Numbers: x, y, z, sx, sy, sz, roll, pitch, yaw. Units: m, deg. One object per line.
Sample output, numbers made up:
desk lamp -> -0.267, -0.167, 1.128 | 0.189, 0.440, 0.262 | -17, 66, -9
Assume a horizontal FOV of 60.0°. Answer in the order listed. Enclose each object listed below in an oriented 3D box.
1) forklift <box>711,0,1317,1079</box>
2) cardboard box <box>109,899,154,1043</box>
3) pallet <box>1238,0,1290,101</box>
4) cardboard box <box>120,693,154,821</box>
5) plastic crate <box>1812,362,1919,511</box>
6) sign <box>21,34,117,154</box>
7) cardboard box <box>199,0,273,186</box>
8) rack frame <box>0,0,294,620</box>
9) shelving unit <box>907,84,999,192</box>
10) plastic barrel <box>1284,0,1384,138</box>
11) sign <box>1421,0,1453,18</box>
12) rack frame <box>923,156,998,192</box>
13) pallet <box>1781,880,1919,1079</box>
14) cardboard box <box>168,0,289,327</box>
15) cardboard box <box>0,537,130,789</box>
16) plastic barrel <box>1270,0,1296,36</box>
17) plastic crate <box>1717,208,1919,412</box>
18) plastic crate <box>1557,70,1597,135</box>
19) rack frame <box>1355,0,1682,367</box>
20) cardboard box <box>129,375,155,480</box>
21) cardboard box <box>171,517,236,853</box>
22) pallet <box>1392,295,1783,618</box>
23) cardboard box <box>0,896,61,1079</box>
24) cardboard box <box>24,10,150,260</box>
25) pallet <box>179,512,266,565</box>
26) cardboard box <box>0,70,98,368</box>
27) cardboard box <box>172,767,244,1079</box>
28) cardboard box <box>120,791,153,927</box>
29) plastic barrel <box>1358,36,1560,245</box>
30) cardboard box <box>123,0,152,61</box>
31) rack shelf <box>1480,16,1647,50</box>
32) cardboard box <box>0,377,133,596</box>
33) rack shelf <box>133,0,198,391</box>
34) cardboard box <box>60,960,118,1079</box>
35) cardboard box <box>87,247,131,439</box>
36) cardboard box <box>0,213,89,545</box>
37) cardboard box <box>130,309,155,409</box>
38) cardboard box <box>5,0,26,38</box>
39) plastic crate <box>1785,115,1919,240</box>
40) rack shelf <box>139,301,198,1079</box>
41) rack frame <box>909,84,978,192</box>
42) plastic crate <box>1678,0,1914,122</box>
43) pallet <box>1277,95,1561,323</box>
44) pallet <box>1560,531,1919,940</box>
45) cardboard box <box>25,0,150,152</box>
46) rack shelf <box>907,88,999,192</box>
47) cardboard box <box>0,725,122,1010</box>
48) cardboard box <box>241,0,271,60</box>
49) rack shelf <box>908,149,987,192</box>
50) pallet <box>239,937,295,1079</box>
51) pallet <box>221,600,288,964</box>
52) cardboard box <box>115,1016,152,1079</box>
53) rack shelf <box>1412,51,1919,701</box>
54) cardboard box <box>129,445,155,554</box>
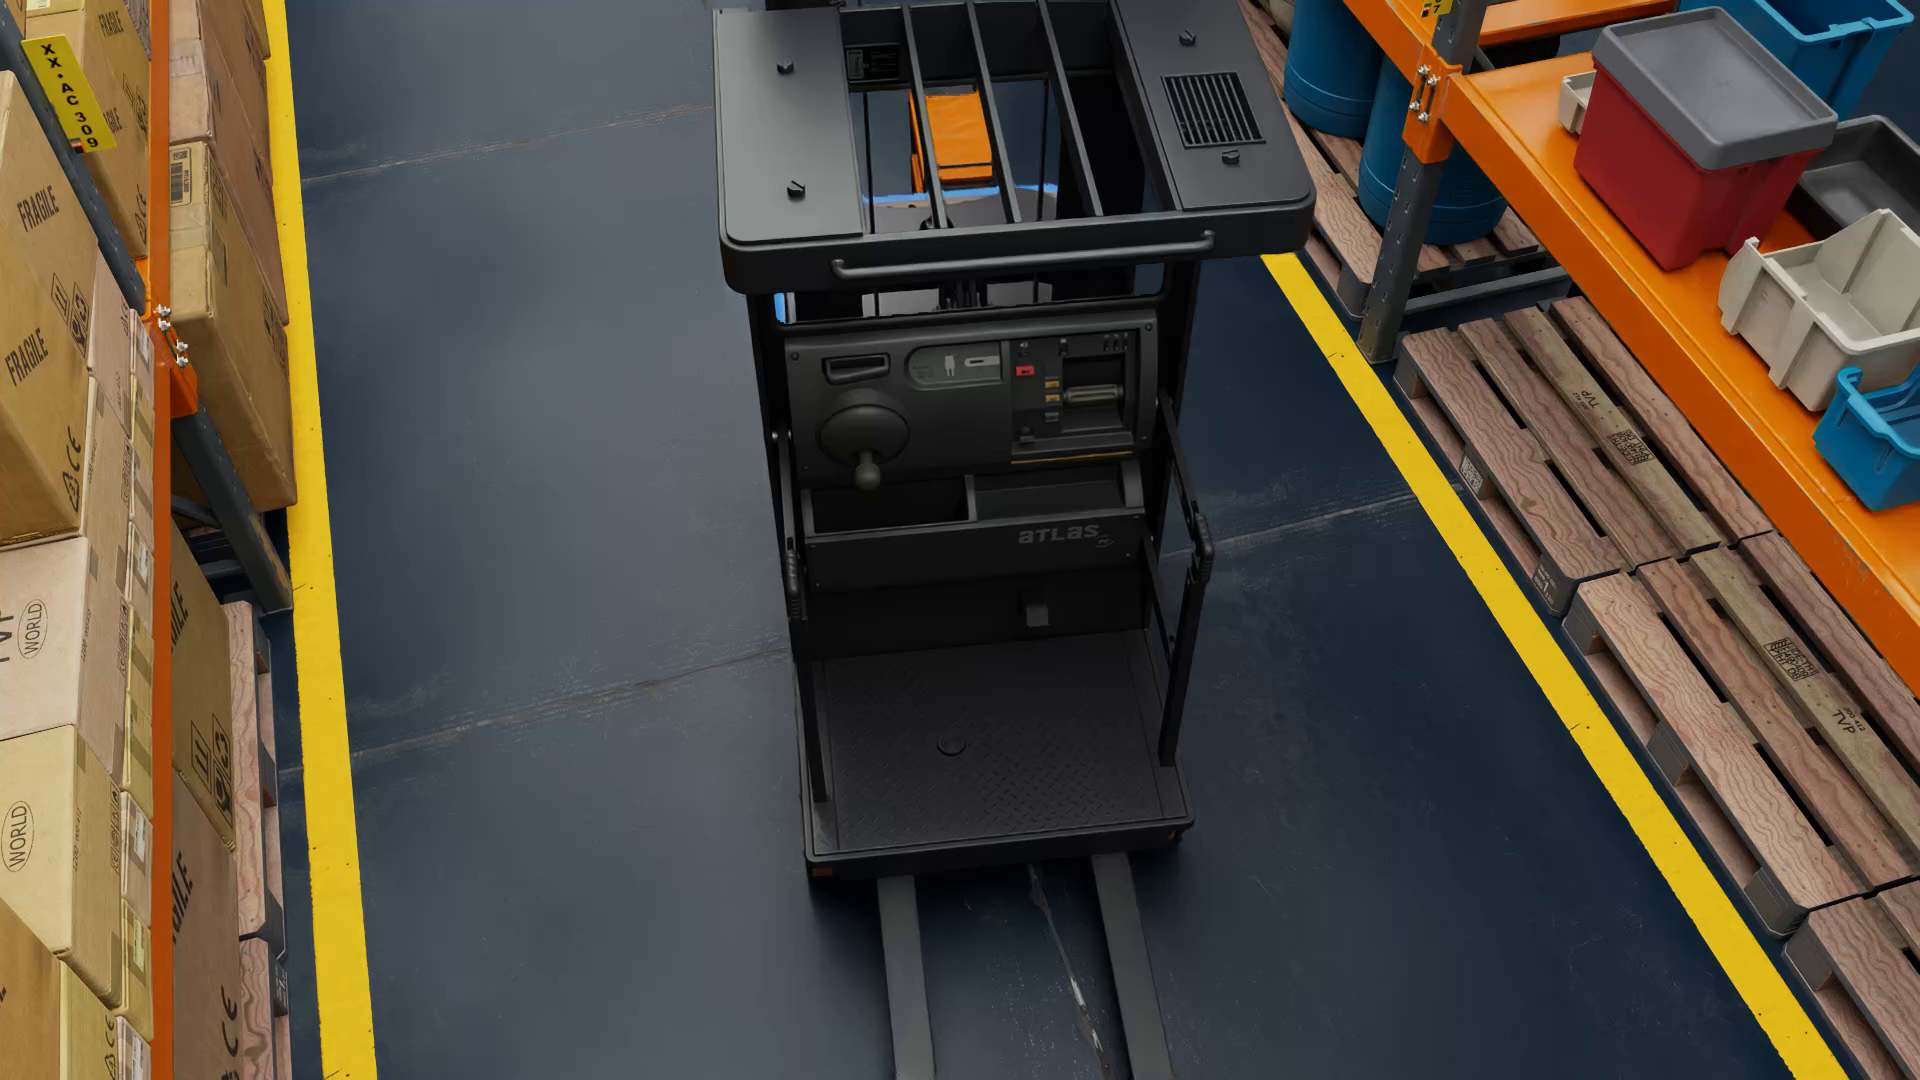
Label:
forklift -> 0.063, -0.244, 4.038 | 1.130, 2.935, 3.031 | -5, 50, -4
cardboard box -> -1.781, 0.884, 3.207 | 0.380, 0.149, 0.250 | -14, 51, -12
pallet -> 1.460, -2.349, 7.592 | 1.003, 0.211, 1.213 | -13, 51, -11
cardboard box -> -1.935, 0.506, 3.526 | 0.380, 0.149, 0.250 | -14, 51, -12
plastic crate -> 2.344, -0.268, 4.084 | 0.416, 0.233, 0.300 | -13, 51, -11
sign -> -2.189, -1.093, 4.091 | 0.100, 0.325, 0.005 | -13, 51, -11
cardboard box -> -3.461, -1.872, 6.481 | 1.225, 0.875, 0.875 | -13, 51, -11
rack frame -> -2.718, -0.662, 4.346 | 1.000, 3.000, 0.127 | -13, 51, -11
shelving unit -> -0.025, -1.048, 5.849 | 0.258, 1.200, 0.503 | -5, 50, -4
plastic barrel -> 1.659, -2.159, 6.706 | 0.600, 0.901, 0.708 | -13, 51, -11
sign -> 1.487, -1.748, 5.081 | 0.100, 0.325, 0.005 | -13, 51, -11
rack frame -> 0.004, -0.863, 5.693 | 0.240, 1.200, 0.015 | -5, 50, -4
pallet -> 2.989, 1.427, 4.409 | 1.003, 0.211, 1.213 | -13, 51, -11
cardboard box -> -3.192, -1.228, 5.938 | 1.225, 0.875, 0.875 | -15, 51, -12
cardboard box -> -2.031, 0.304, 3.435 | 0.500, 0.250, 0.500 | -12, 51, -10
plastic barrel -> 1.578, -2.466, 7.220 | 0.421, 0.512, 0.421 | 0, 50, 0
plastic crate -> 2.289, -0.606, 4.337 | 0.437, 0.282, 0.530 | -13, 51, -11
plastic crate -> 2.014, -1.344, 5.054 | 0.396, 0.136, 0.243 | -13, 51, -11
rack frame -> 2.013, -1.782, 5.290 | 1.000, 3.000, 0.127 | -13, 51, -11
cardboard box -> -2.239, -0.244, 4.158 | 0.380, 0.149, 0.250 | -12, 51, -10
cardboard box -> -2.600, 0.388, 4.576 | 0.875, 0.875, 0.875 | -13, 51, -11
pallet -> 2.268, -0.355, 5.911 | 1.003, 0.211, 1.213 | -13, 51, -11
cardboard box -> -1.726, 0.817, 2.513 | 0.500, 0.500, 0.500 | -15, 51, -12
cardboard box -> -2.615, -1.087, 4.639 | 0.500, 0.500, 0.500 | -13, 51, -11
pallet -> -3.018, -0.310, 5.873 | 1.003, 0.211, 1.213 | -13, 51, -11
cardboard box -> -2.327, -0.676, 3.771 | 0.500, 0.500, 0.500 | -12, 51, -10
cardboard box -> -2.333, 1.045, 4.022 | 0.875, 0.875, 0.875 | -13, 51, -11
cardboard box -> -1.861, 0.692, 3.369 | 0.380, 0.149, 0.250 | -13, 51, -10
plastic barrel -> 1.869, -1.642, 6.270 | 0.600, 0.901, 0.708 | -13, 51, -11
cardboard box -> -2.913, -1.819, 5.256 | 0.500, 0.500, 0.500 | -14, 51, -12
rack shelf -> 1.422, -3.057, 6.742 | 0.831, 0.071, 3.687 | -13, 51, -11
cardboard box -> -2.182, -0.069, 3.750 | 0.500, 0.250, 0.500 | -12, 51, -10
rack shelf -> -3.310, -1.891, 5.853 | 1.077, 0.370, 4.000 | -13, 51, -11
cardboard box -> -1.725, 1.055, 2.803 | 0.500, 0.250, 0.500 | -15, 51, -12
cardboard box -> -2.337, -0.446, 4.068 | 0.500, 0.250, 0.500 | -14, 51, -12
cardboard box -> -2.183, -0.309, 3.462 | 0.500, 0.500, 0.500 | -13, 51, -11
cardboard box -> -2.315, -0.432, 4.317 | 0.380, 0.149, 0.250 | -13, 51, -11
cardboard box -> -2.915, -1.482, 4.316 | 0.797, 0.503, 0.637 | -15, 51, -12
plastic crate -> 2.601, -0.956, 4.734 | 0.437, 0.125, 0.590 | -13, 51, -11
rack shelf -> -2.127, 1.031, 3.390 | 1.077, 0.370, 4.000 | -13, 51, -11
rack frame -> -0.054, -1.233, 6.005 | 0.240, 1.200, 0.015 | -5, 50, -4
plastic crate -> 2.477, -1.532, 5.051 | 0.392, 0.384, 0.575 | -13, 51, -11
pallet -> 1.825, -1.456, 6.839 | 1.003, 0.211, 1.213 | -13, 51, -11
pallet -> 2.632, 0.538, 5.158 | 1.003, 0.211, 1.213 | -13, 51, -11
cardboard box -> -2.765, -1.453, 4.948 | 0.500, 0.500, 0.500 | -13, 51, -11
rack shelf -> -0.025, -1.301, 5.548 | 0.258, 0.148, 0.480 | -5, 50, -4
cardboard box -> -1.884, 0.675, 3.123 | 0.500, 0.250, 0.500 | -14, 51, -12
cardboard box -> -3.717, -2.525, 7.032 | 1.225, 0.875, 0.875 | -15, 52, -13
rack shelf -> -0.025, -1.149, 5.729 | 0.258, 0.148, 0.480 | -5, 50, -4
pallet -> -2.204, 1.703, 4.177 | 1.003, 0.211, 1.213 | -13, 51, -11
pallet -> -2.568, 0.810, 4.929 | 1.003, 0.211, 1.213 | -13, 51, -11
cardboard box -> -1.708, 1.068, 3.052 | 0.380, 0.149, 0.250 | -14, 51, -11
rack shelf -> 2.605, -0.089, 4.334 | 1.077, 0.370, 4.000 | -13, 51, -11
cardboard box -> -2.163, -0.057, 4.000 | 0.380, 0.149, 0.250 | -14, 51, -12
